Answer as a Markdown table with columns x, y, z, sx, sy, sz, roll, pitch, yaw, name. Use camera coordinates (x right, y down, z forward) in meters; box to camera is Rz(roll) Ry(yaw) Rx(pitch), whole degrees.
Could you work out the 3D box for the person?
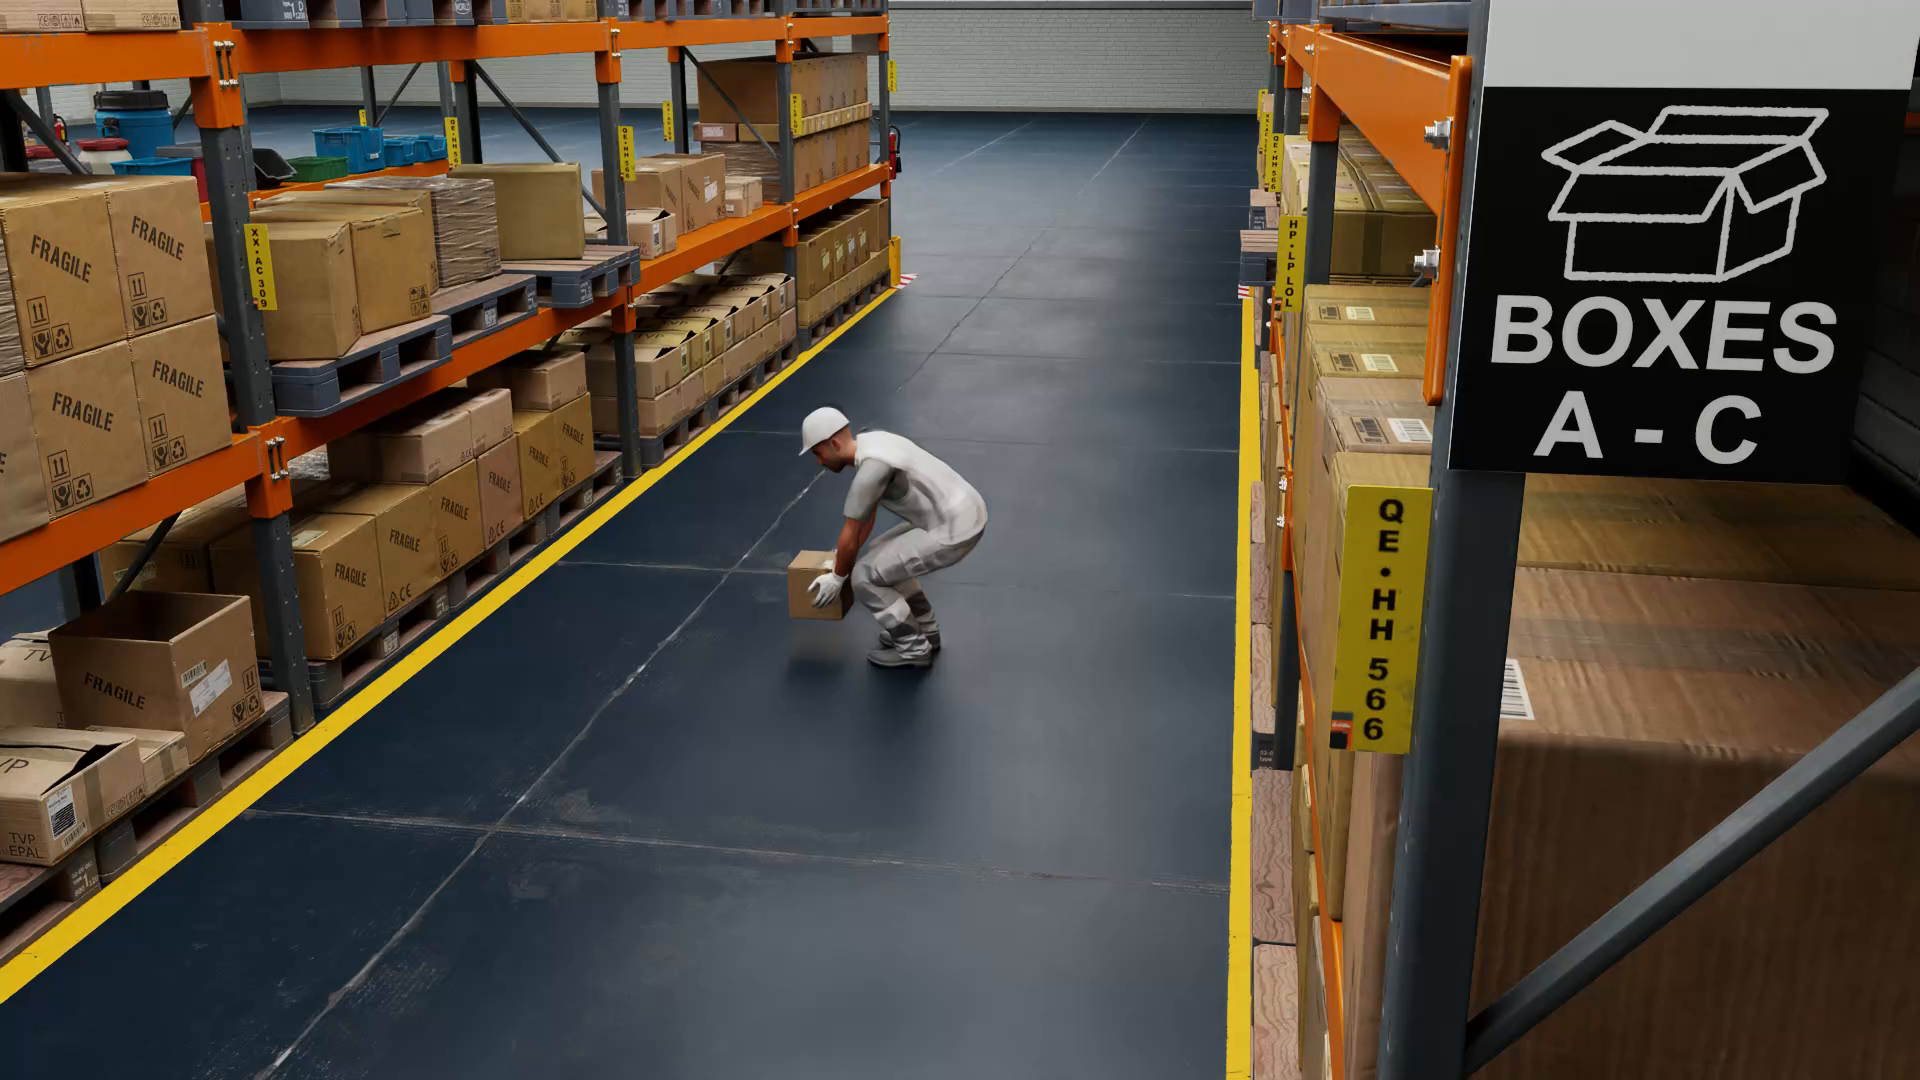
| x | y | z | sx | sy | sz | roll | pitch | yaw | name |
| --- | --- | --- | --- | --- | --- | --- | --- | --- | --- |
| -0.303 | -0.014 | 7.553 | 0.844 | 1.186 | 0.581 | 3 | 18 | 9 | person |
